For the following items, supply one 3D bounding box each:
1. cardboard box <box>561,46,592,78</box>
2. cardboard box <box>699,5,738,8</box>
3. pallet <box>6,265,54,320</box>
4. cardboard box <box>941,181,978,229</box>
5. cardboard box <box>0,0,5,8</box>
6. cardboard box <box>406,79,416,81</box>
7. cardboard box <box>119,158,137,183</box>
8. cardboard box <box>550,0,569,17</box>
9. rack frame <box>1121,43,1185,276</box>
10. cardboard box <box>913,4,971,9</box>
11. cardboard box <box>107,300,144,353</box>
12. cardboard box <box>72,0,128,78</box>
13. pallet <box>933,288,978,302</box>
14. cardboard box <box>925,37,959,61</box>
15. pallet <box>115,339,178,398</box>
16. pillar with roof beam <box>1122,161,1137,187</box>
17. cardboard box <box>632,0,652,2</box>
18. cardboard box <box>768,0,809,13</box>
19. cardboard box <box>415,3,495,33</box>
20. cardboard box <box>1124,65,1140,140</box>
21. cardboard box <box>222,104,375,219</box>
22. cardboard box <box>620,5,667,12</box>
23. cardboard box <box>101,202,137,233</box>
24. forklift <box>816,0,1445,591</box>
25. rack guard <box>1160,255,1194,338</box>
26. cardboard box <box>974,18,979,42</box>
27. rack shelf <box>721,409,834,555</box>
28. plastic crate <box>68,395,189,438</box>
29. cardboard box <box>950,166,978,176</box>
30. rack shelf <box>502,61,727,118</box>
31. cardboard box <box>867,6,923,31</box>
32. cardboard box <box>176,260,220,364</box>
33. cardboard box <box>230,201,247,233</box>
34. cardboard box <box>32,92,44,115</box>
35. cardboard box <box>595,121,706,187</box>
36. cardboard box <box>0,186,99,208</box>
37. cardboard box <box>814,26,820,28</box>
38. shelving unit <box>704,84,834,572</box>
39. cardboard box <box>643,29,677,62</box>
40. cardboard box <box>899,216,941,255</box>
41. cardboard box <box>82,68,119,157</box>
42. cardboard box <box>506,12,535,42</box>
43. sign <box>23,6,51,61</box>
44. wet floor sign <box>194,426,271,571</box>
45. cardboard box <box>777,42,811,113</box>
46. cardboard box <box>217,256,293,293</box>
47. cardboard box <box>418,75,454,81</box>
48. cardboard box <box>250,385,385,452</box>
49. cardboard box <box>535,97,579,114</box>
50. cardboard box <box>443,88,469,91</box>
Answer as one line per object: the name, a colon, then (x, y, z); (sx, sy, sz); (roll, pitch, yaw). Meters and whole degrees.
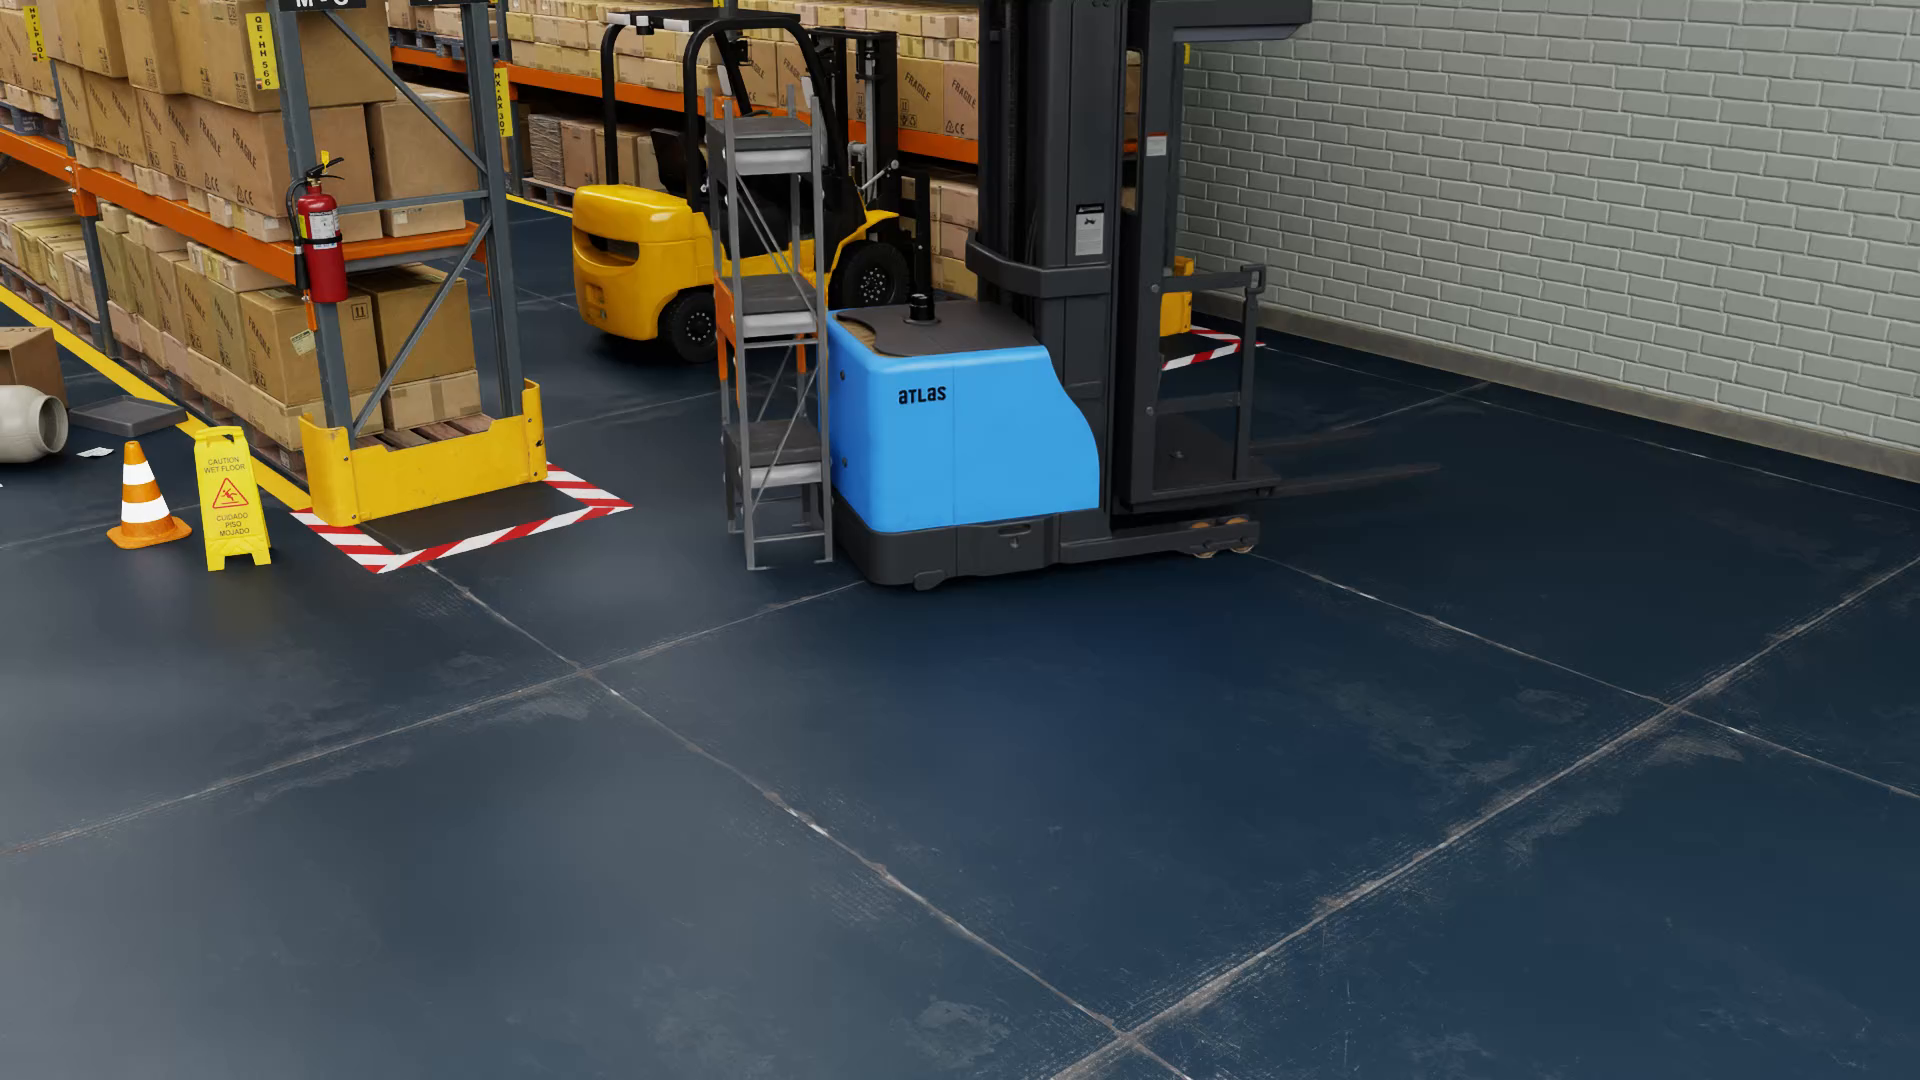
cardboard box: (-3.363, -4.477, 15.507); (0.500, 0.250, 0.500); (-19, 28, -39)
cardboard box: (-2.070, -4.621, 14.644); (0.380, 0.149, 0.250); (-18, 28, -38)
pallet: (-6.591, -1.974, 12.735); (1.003, 0.211, 1.213); (-17, 27, -37)
cardboard box: (0.213, -2.372, 11.749); (0.500, 0.250, 0.500); (-17, 27, -36)
cardboard box: (-6.410, -3.734, 11.395); (0.380, 0.149, 0.250); (-19, 28, -40)
cardboard box: (-6.473, -5.227, 19.178); (0.380, 0.149, 0.250); (-18, 28, -39)
cardboard box: (-4.783, -2.240, 9.935); (0.380, 0.149, 0.250); (-16, 27, -36)
cardboard box: (-3.607, -4.991, 15.588); (0.380, 0.149, 0.250); (-17, 27, -37)
rack frame: (1.088, -2.798, 11.015); (1.000, 3.000, 0.127); (-17, 27, -37)
cardboard box: (-0.133, -3.935, 12.484); (0.380, 0.149, 0.250); (-16, 27, -36)
cardboard box: (-5.100, -1.409, 10.662); (0.500, 0.250, 0.500); (-19, 28, -40)
cardboard box: (-4.534, -2.907, 9.376); (0.700, 0.500, 0.500); (-18, 28, -39)
pallet: (0.557, -1.701, 12.037); (1.003, 0.211, 1.213); (-17, 27, -37)
cardboard box: (-0.026, -3.459, 11.677); (0.380, 0.149, 0.250); (-19, 28, -39)
pallet: (-4.816, -1.245, 10.873); (1.003, 0.211, 1.213); (-17, 27, -37)
pillar with roof beam: (-1.945, -4.974, 8.343); (9.100, 9.000, 0.400); (-17, 27, -37)
cardboard box: (-2.839, -4.992, 15.591); (0.380, 0.149, 0.250); (-18, 28, -38)
cardboard box: (-1.287, -4.185, 13.122); (0.380, 0.149, 0.250); (-17, 27, -37)
cardboard box: (-5.340, -5.659, 17.602); (0.797, 0.503, 0.637); (-18, 28, -39)
cardboard box: (0.975, -3.048, 11.515); (0.500, 0.500, 0.500); (-16, 27, -36)
cardboard box: (-3.233, -1.885, 8.138); (0.500, 0.500, 0.500); (-18, 28, -38)
cardboard box: (-2.771, -4.639, 14.689); (0.380, 0.149, 0.250); (-17, 27, -37)
cardboard box: (-5.064, -2.011, 10.282); (0.380, 0.149, 0.250); (-17, 27, -37)
forklift: (0.884, -1.451, 7.671); (3.031, 2.935, 1.130); (-7, 23, -18)
rack guard: (1.104, -1.628, 11.454); (1.175, 0.500, 0.348); (-17, 27, -37)
cardboard box: (0.319, -3.461, 11.272); (0.380, 0.149, 0.250); (-17, 27, -36)
rack shelf: (-0.856, -0.278, 7.771); (0.431, 0.518, 0.480); (-7, 22, -16)
plastic crate: (-4.877, -0.732, 9.744); (0.583, 0.080, 0.402); (12, 24, 27)
cardboard box: (0.270, -2.635, 12.421); (0.500, 0.250, 0.500); (-18, 27, -38)
rack shelf: (-2.829, -4.121, 15.379); (1.077, 0.370, 4.000); (-17, 27, -37)
cardboard box: (-0.463, -3.830, 12.215); (0.380, 0.149, 0.250); (-17, 27, -37)
cardboard box: (-4.058, -1.324, 9.417); (0.500, 0.500, 0.500); (-18, 28, -39)
cardboard box: (-3.477, -1.670, 8.480); (0.380, 0.149, 0.250); (-18, 28, -38)
cardboard box: (-5.985, -2.953, 11.178); (0.380, 0.149, 0.250); (-18, 28, -39)
cardboard box: (-2.865, -3.558, 15.635); (0.875, 0.625, 0.625); (-19, 28, -40)
cardboard box: (-7.531, -2.639, 13.637); (0.950, 0.372, 0.625); (-20, 29, -41)
cardboard box: (-0.878, -3.806, 12.562); (0.380, 0.149, 0.250); (-18, 28, -38)
shelving unit: (-0.856, -0.942, 7.511); (0.431, 2.100, 0.503); (-7, 22, -16)
cardboard box: (-2.379, -4.281, 14.322); (0.500, 0.250, 0.500); (-18, 28, -39)
cardboard box: (-0.139, -2.285, 12.214); (0.500, 0.250, 0.500); (-18, 28, -39)
cardboard box: (-4.860, -2.585, 9.925); (0.500, 0.500, 0.500); (-18, 27, -38)
cardboard box: (-4.048, -4.985, 16.118); (0.500, 0.250, 0.500); (-17, 27, -37)
sign: (-5.699, -3.127, 10.266); (0.100, 0.325, 0.005); (-17, 27, -37)
wet floor sign: (-3.357, -0.212, 7.640); (0.267, 0.644, 0.232); (-8, 23, -19)
cardboard box: (-1.079, -3.625, 12.989); (0.500, 0.500, 0.500); (-17, 27, -37)
cardboard box: (-3.681, -1.427, 8.790); (0.380, 0.149, 0.250); (-16, 27, -36)
cardboard box: (-6.111, -5.343, 19.474); (0.380, 0.149, 0.250); (-17, 27, -37)
cardboard box: (-3.417, -0.697, 8.844); (0.500, 0.250, 0.500); (-18, 27, -38)
cardboard box: (-4.238, -4.560, 17.476); (0.380, 0.149, 0.250); (-16, 26, -35)
cardboard box: (-5.614, -4.871, 18.270); (0.380, 0.149, 0.250); (-17, 27, -37)
